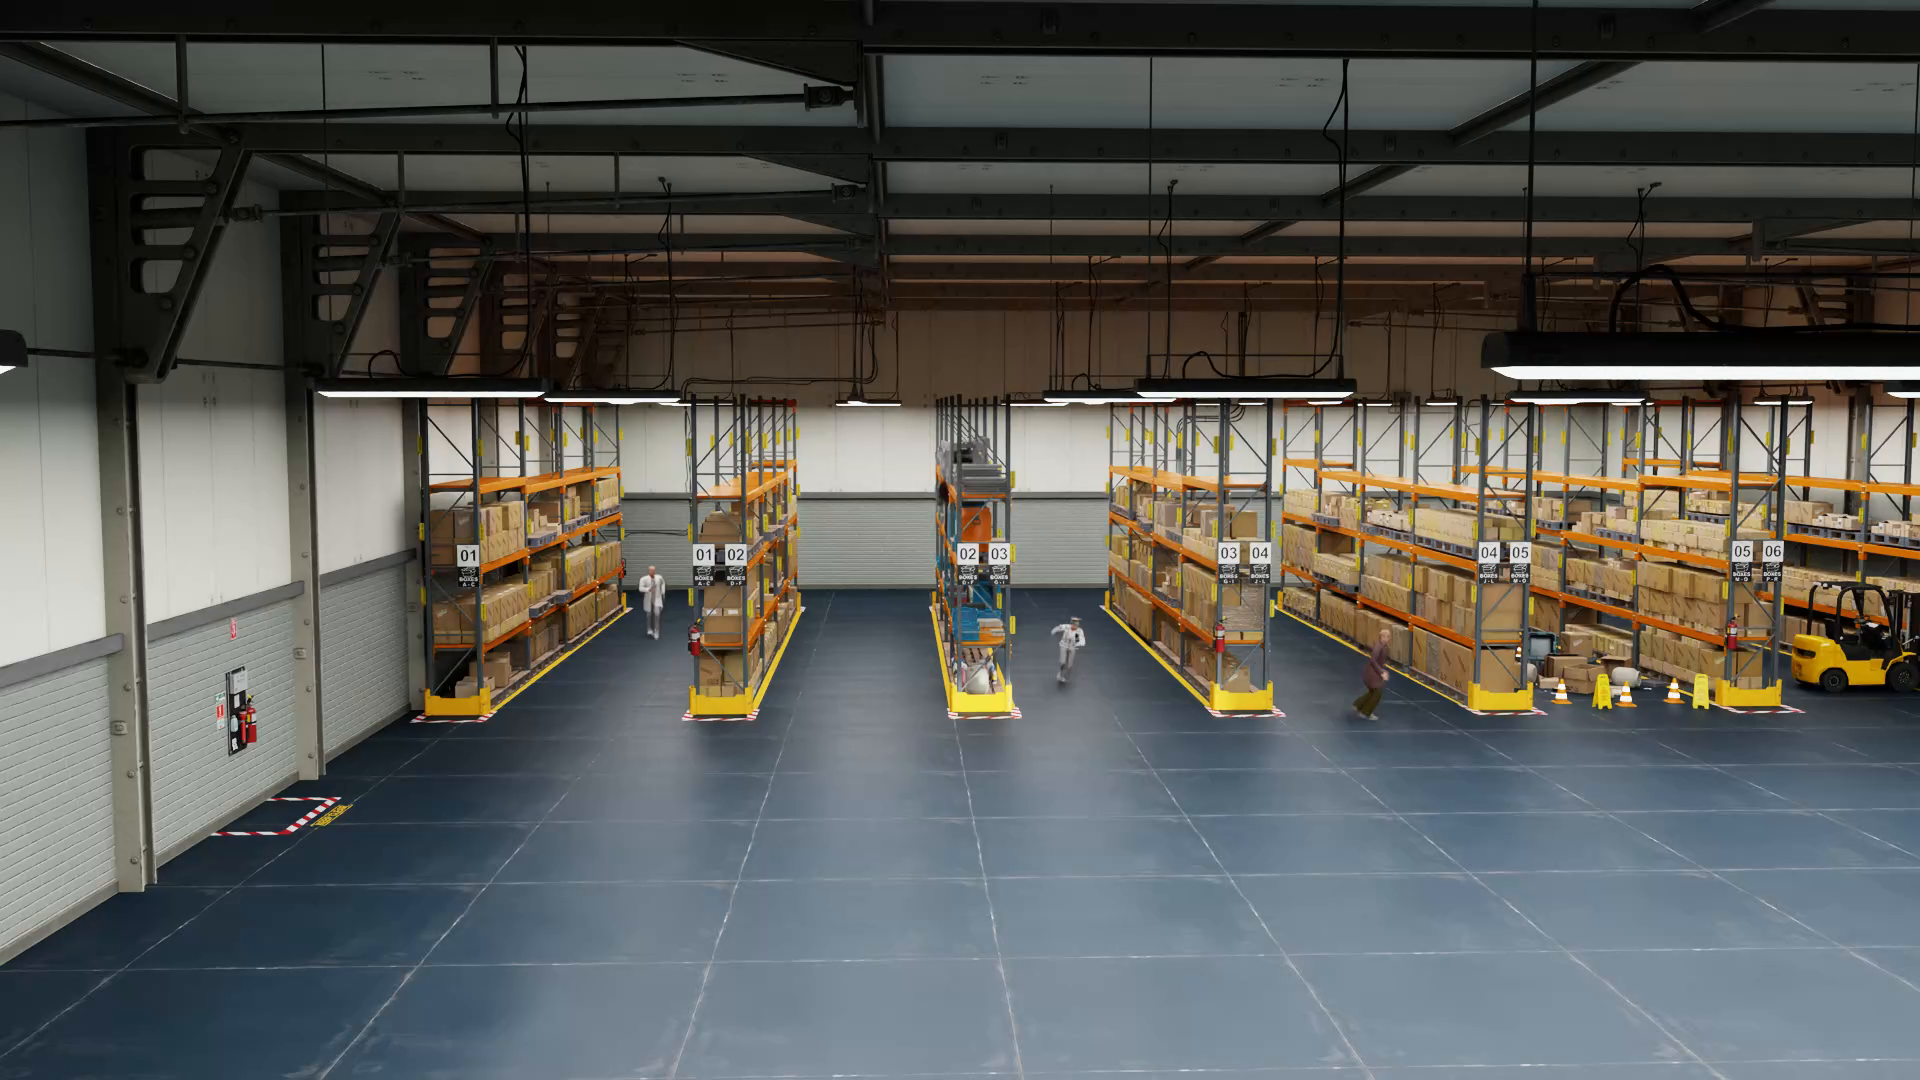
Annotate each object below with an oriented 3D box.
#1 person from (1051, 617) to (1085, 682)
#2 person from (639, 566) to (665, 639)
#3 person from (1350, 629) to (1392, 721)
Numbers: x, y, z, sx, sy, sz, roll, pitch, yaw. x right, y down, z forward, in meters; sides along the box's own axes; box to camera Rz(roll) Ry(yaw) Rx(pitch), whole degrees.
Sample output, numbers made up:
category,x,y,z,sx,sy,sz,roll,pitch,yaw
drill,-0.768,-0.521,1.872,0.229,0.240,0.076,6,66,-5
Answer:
category,x,y,z,sx,sy,sz,roll,pitch,yaw
person,2.268,2.281,34.543,0.624,1.423,0.943,0,5,-6
person,-7.705,1.561,41.640,0.657,1.847,0.932,-1,5,-14
person,7.536,2.473,30.577,0.784,1.712,0.682,2,5,27
